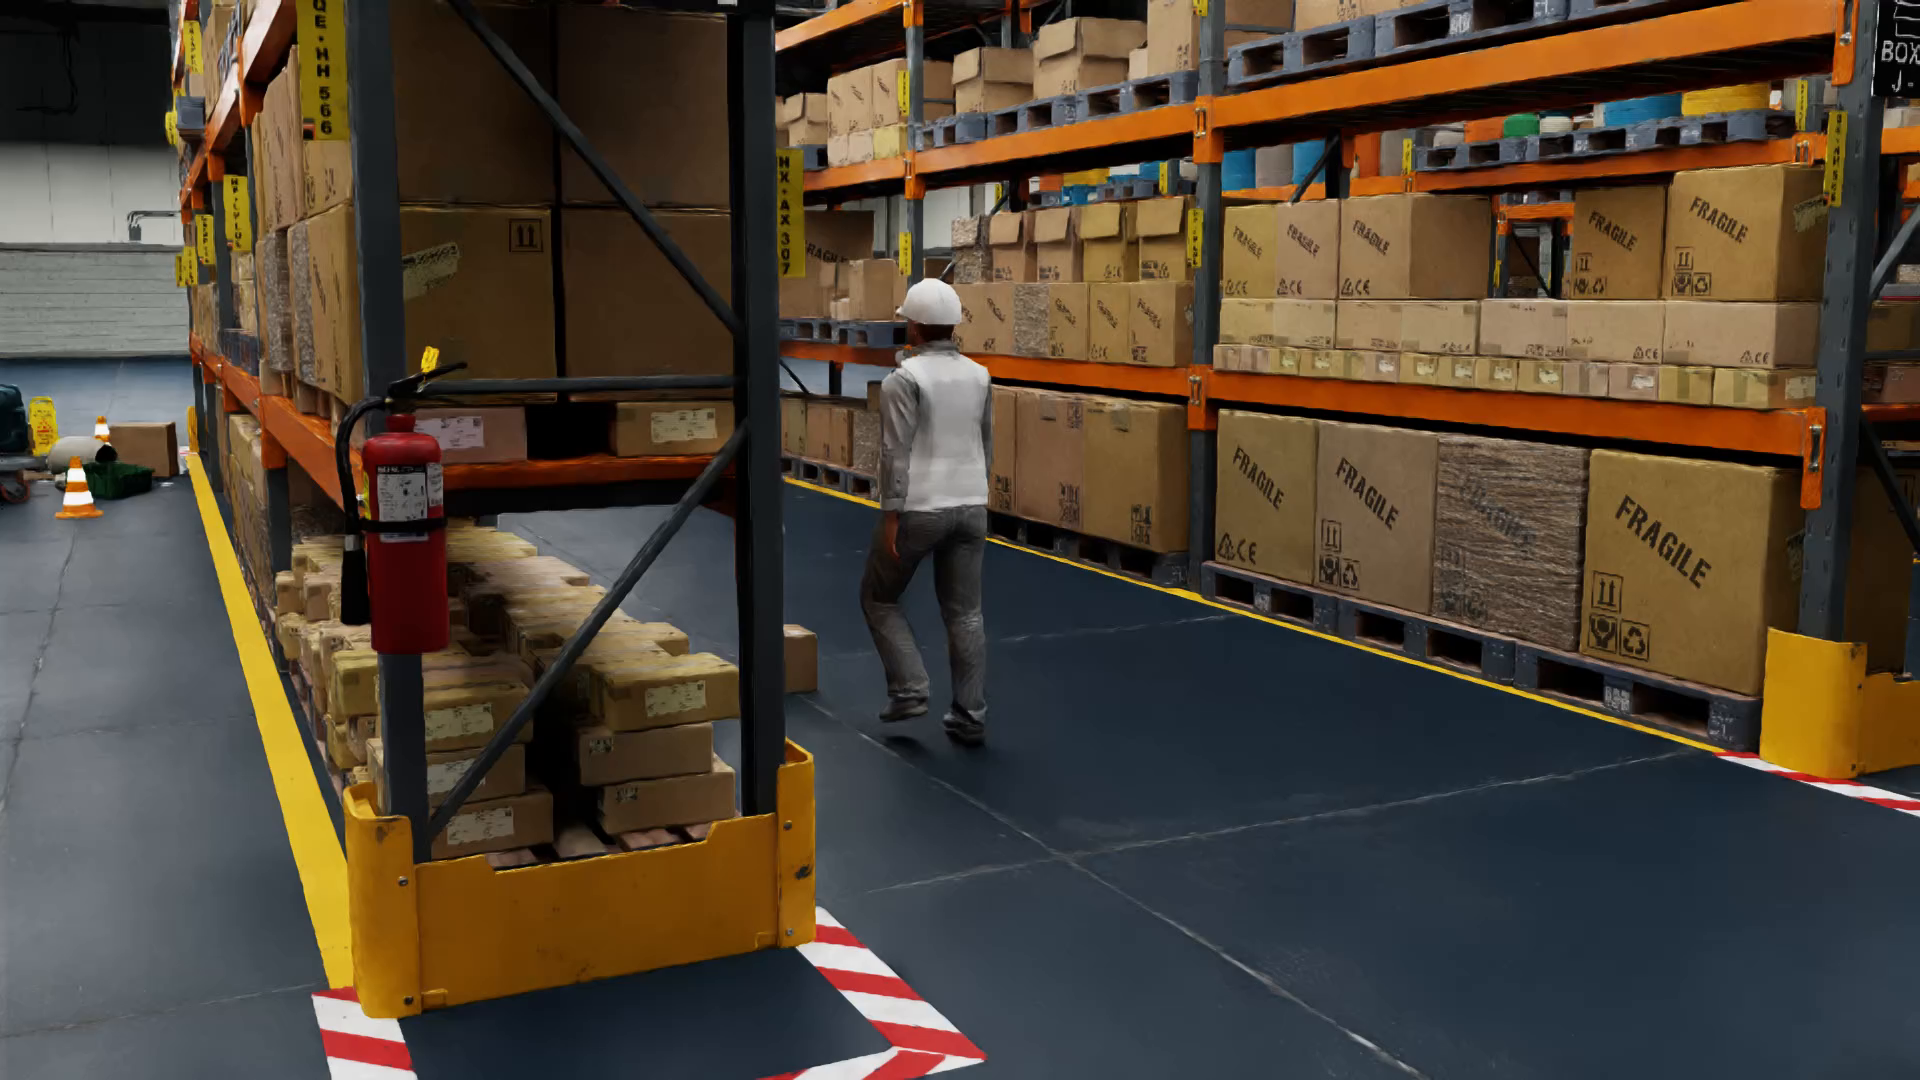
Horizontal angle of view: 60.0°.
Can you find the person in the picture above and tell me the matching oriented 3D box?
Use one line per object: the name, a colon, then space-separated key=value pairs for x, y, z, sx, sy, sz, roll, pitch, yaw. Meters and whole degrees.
person: x=-0.104 y=-0.117 z=6.425 sx=0.552 sy=1.764 sz=0.521 roll=-5 pitch=10 yaw=-32
